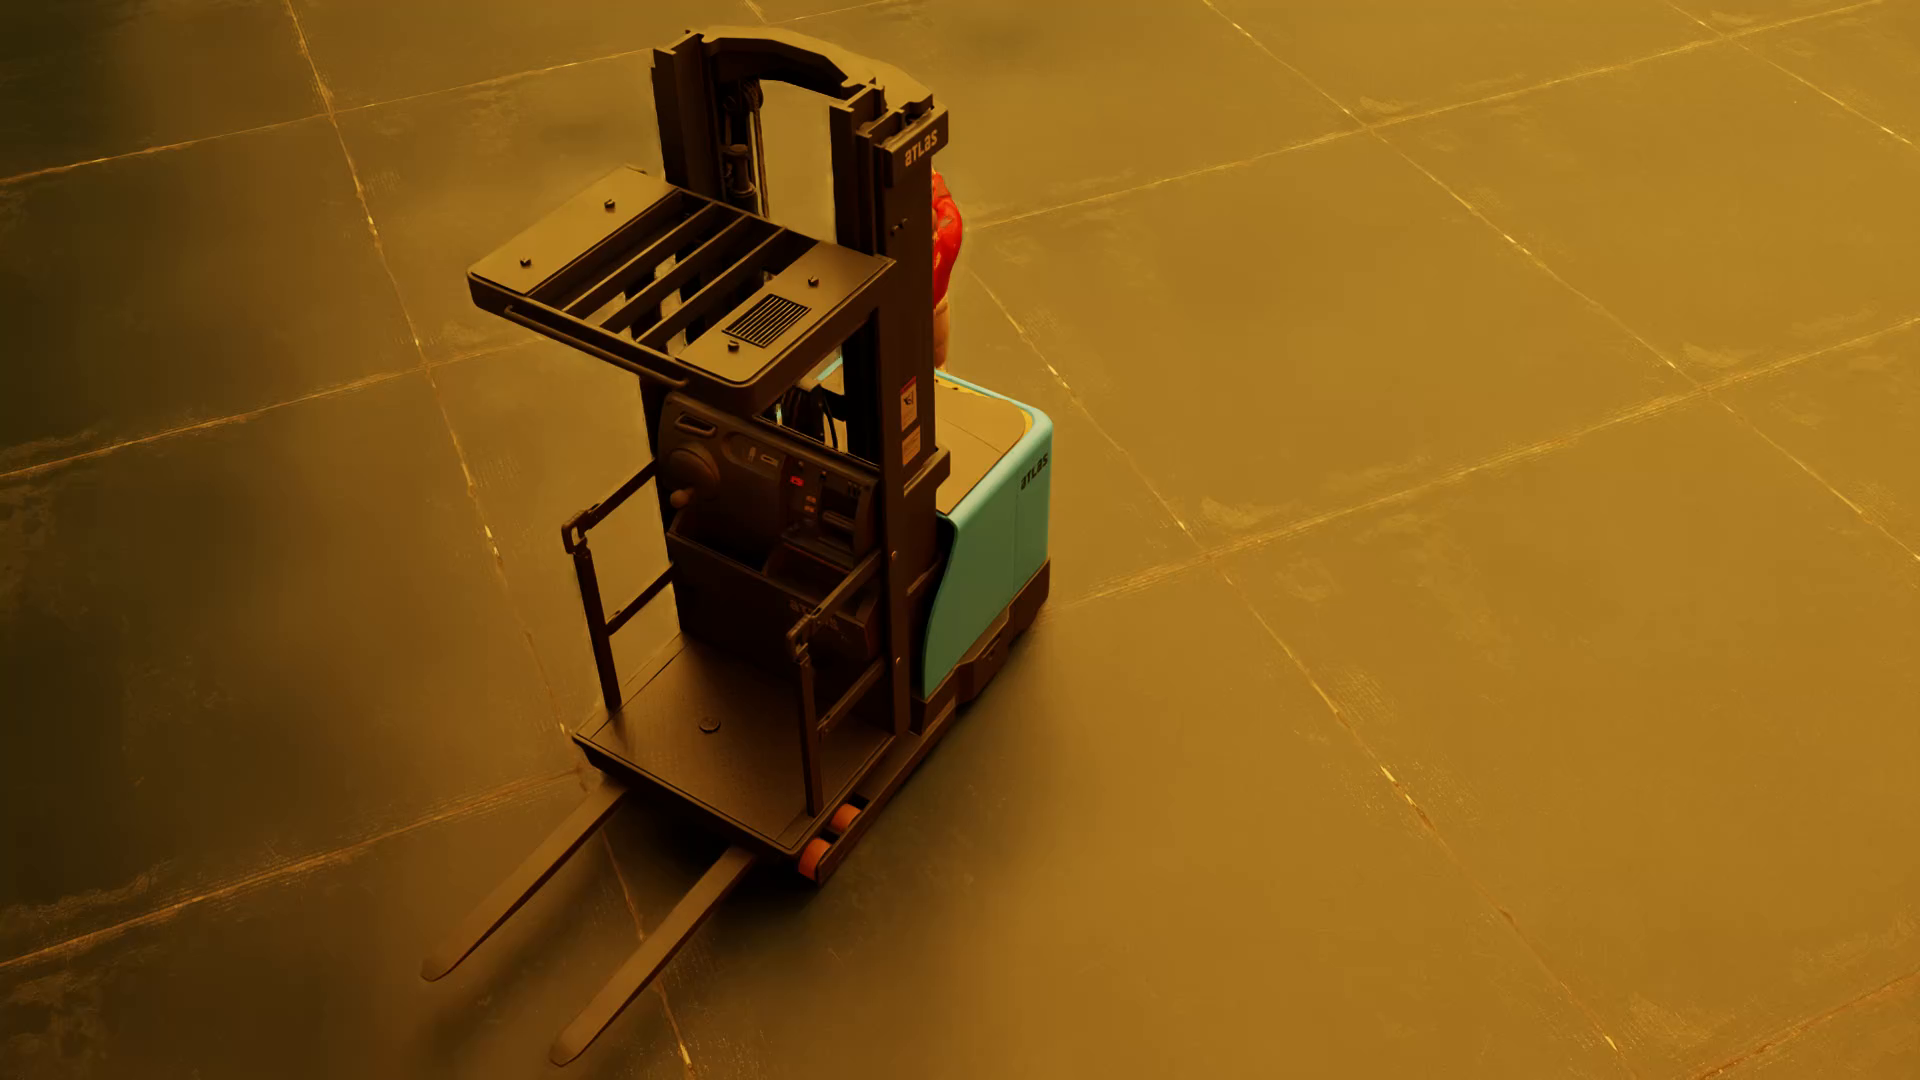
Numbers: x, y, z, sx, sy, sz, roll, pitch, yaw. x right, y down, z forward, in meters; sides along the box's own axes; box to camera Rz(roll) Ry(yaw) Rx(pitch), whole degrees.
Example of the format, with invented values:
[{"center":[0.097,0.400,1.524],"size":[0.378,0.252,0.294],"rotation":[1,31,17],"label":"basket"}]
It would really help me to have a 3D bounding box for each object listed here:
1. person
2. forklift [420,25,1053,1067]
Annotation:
[{"center":[-0.521,-1.025,7.864],"size":[1.078,1.535,0.880],"rotation":[-25,49,-25],"label":"person"},{"center":[-0.815,-0.127,5.817],"size":[1.130,2.935,3.031],"rotation":[23,48,23],"label":"forklift"}]
